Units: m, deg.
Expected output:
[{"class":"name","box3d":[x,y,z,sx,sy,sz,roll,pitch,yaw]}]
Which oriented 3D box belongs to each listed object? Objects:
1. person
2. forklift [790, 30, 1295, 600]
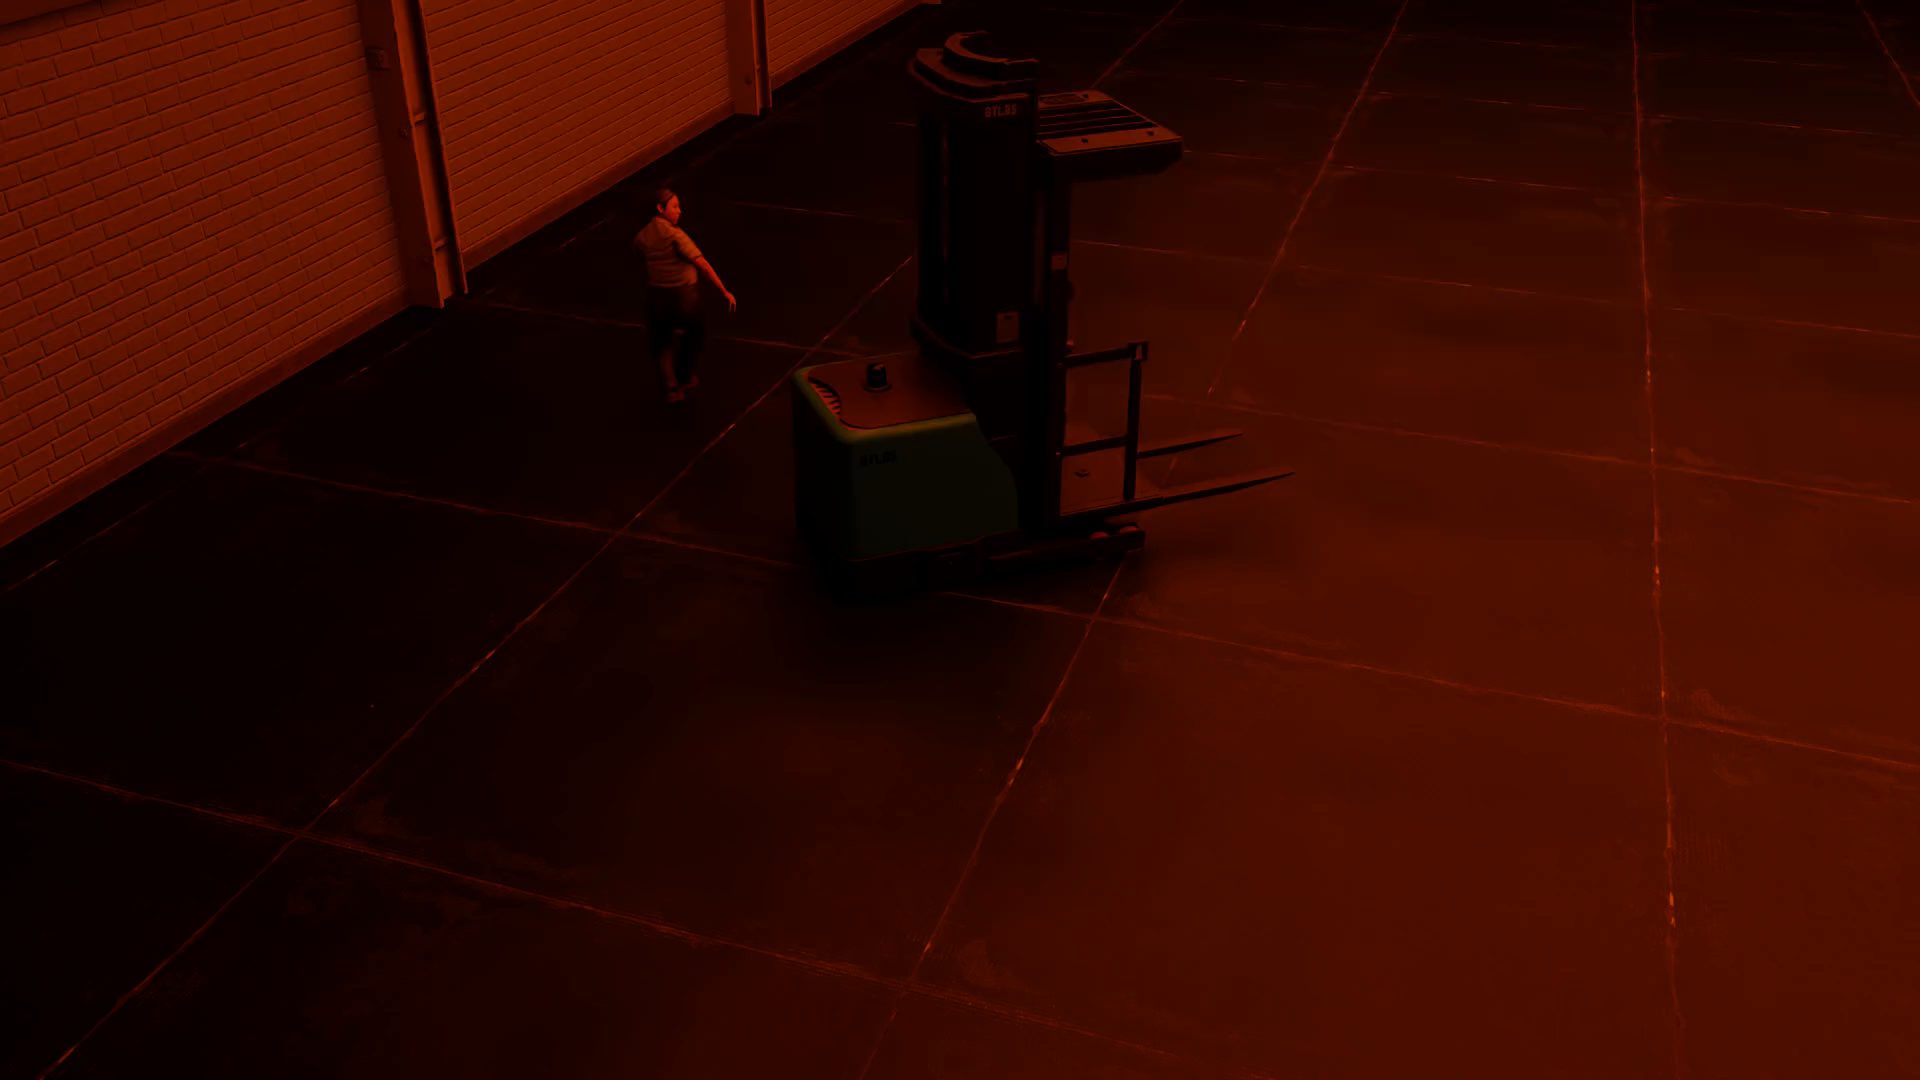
[{"class":"person","box3d":[-1.889,-1.688,11.547,0.803,1.527,0.808,6,30,10]},{"class":"forklift","box3d":[0.567,-1.386,9.569,3.031,2.935,1.130,-11,32,-19]}]
